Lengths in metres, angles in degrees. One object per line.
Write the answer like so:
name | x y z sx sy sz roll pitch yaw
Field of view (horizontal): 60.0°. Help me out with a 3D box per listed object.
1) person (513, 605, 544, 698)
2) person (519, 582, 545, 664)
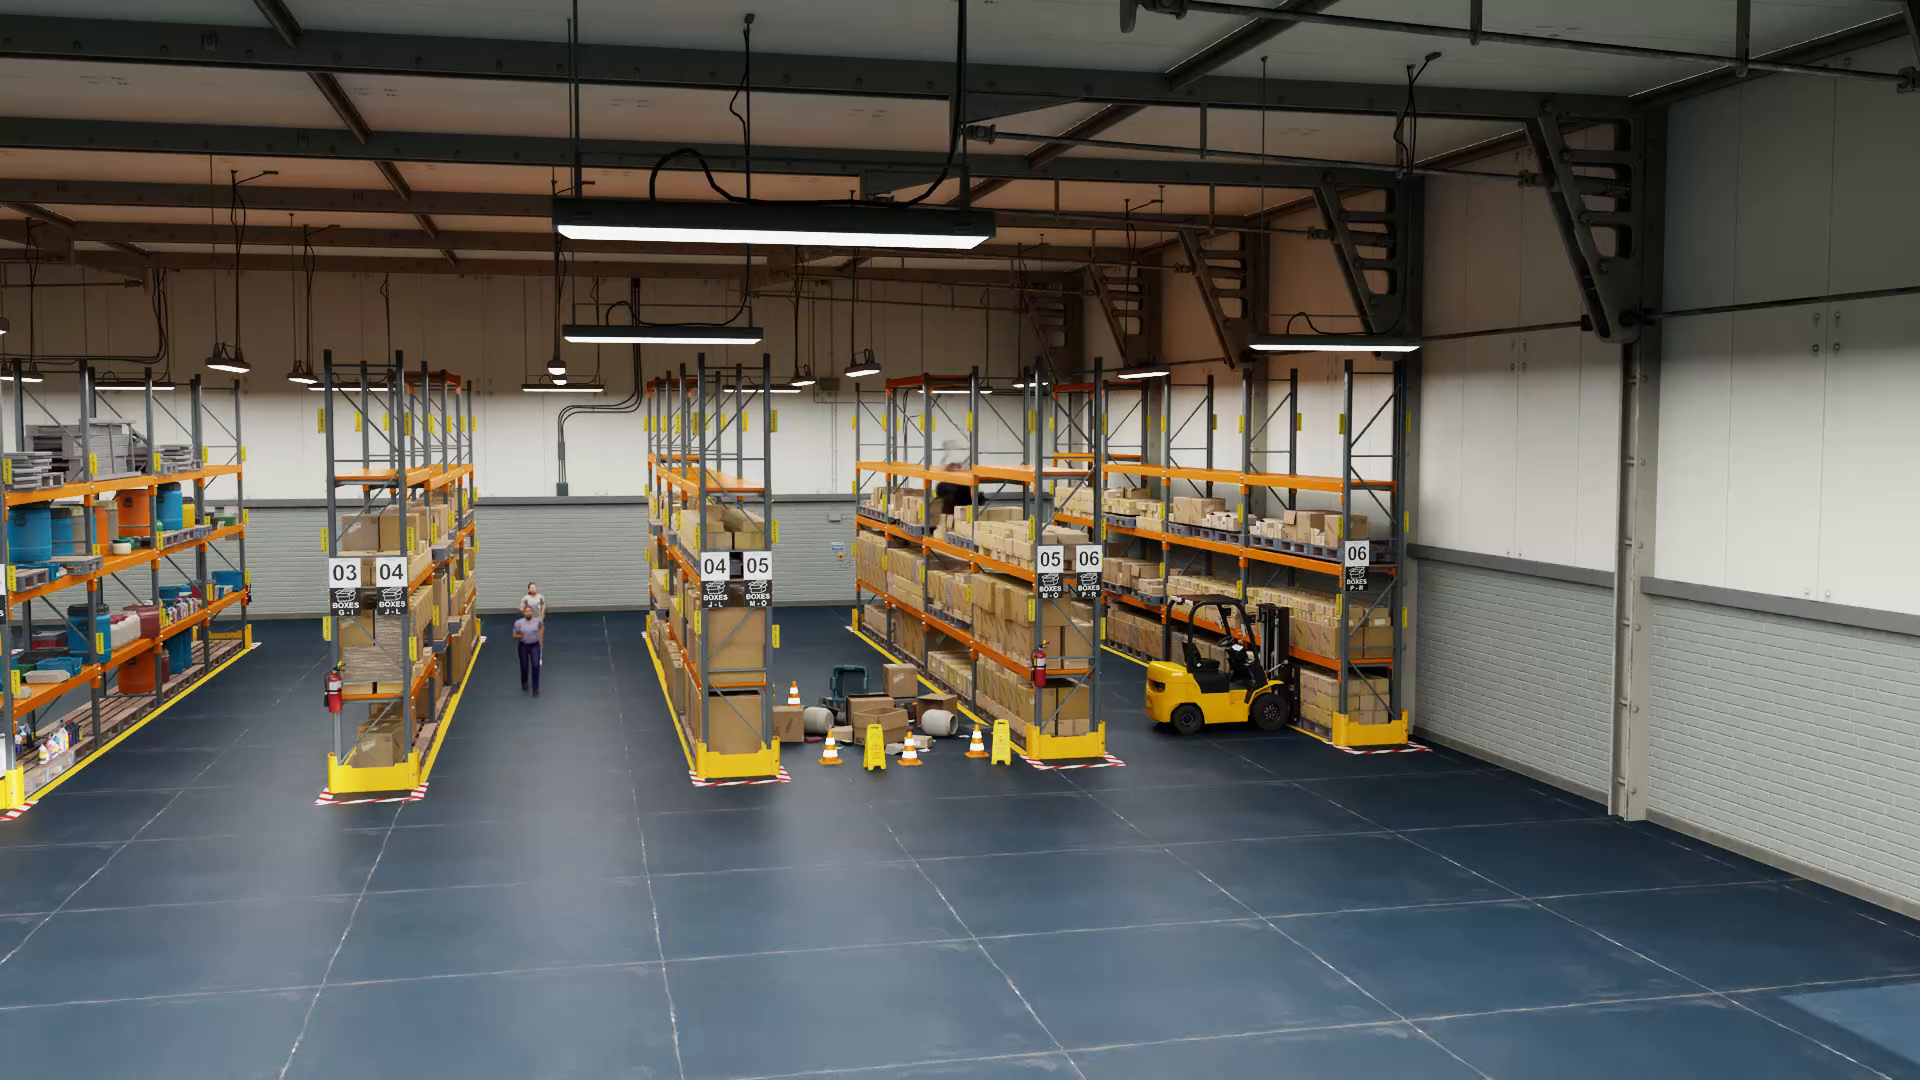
person | -7.996 2.031 30.822 0.568 1.667 0.901 -1 4 -17
person | -8.949 1.721 34.873 0.569 1.673 0.955 -2 4 -23
